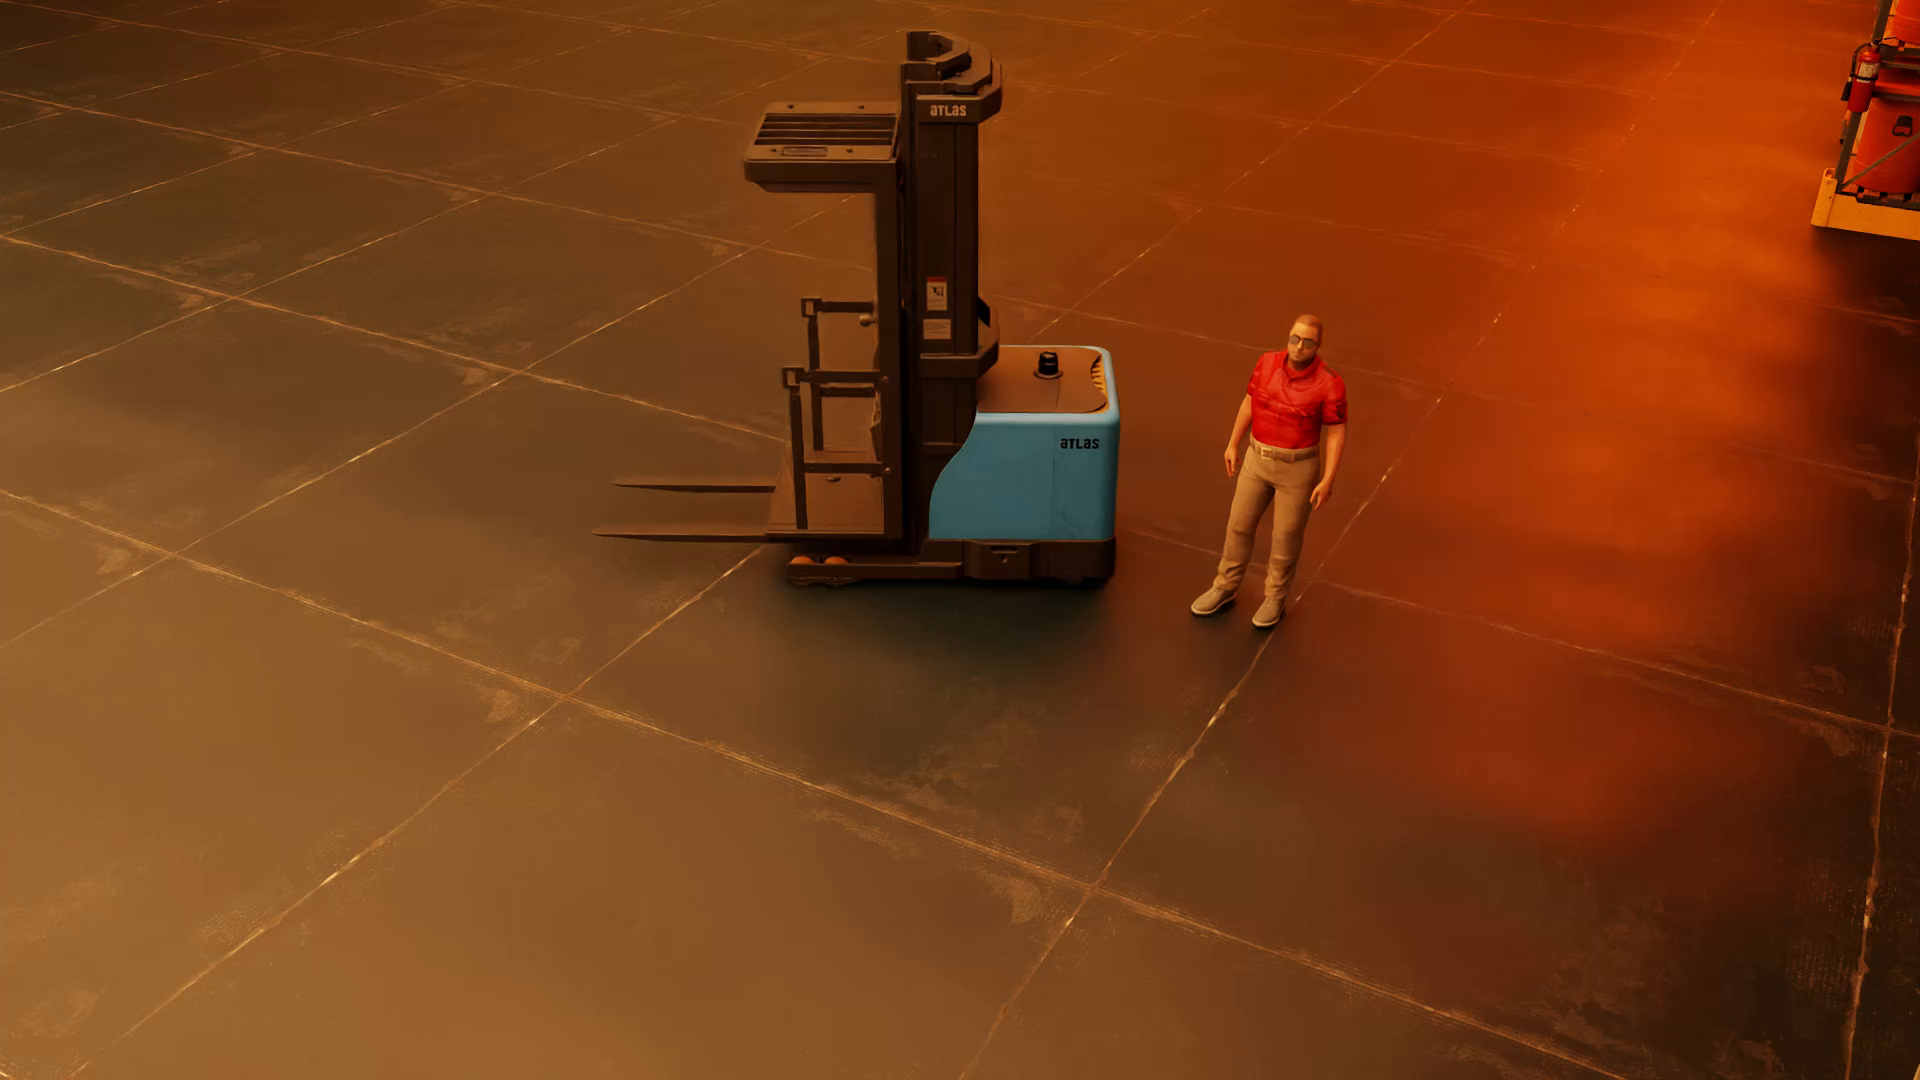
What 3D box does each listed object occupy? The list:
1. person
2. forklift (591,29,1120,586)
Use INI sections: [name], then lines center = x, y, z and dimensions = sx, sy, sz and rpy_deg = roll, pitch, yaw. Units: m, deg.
[person]
center = 1.676, -0.353, 8.876
dimensions = 0.640, 1.730, 0.528
rpy_deg = 20, 36, 31
[forklift]
center = -0.618, -1.268, 9.268
dimensions = 3.031, 2.935, 1.130
rpy_deg = 1, 30, 1
